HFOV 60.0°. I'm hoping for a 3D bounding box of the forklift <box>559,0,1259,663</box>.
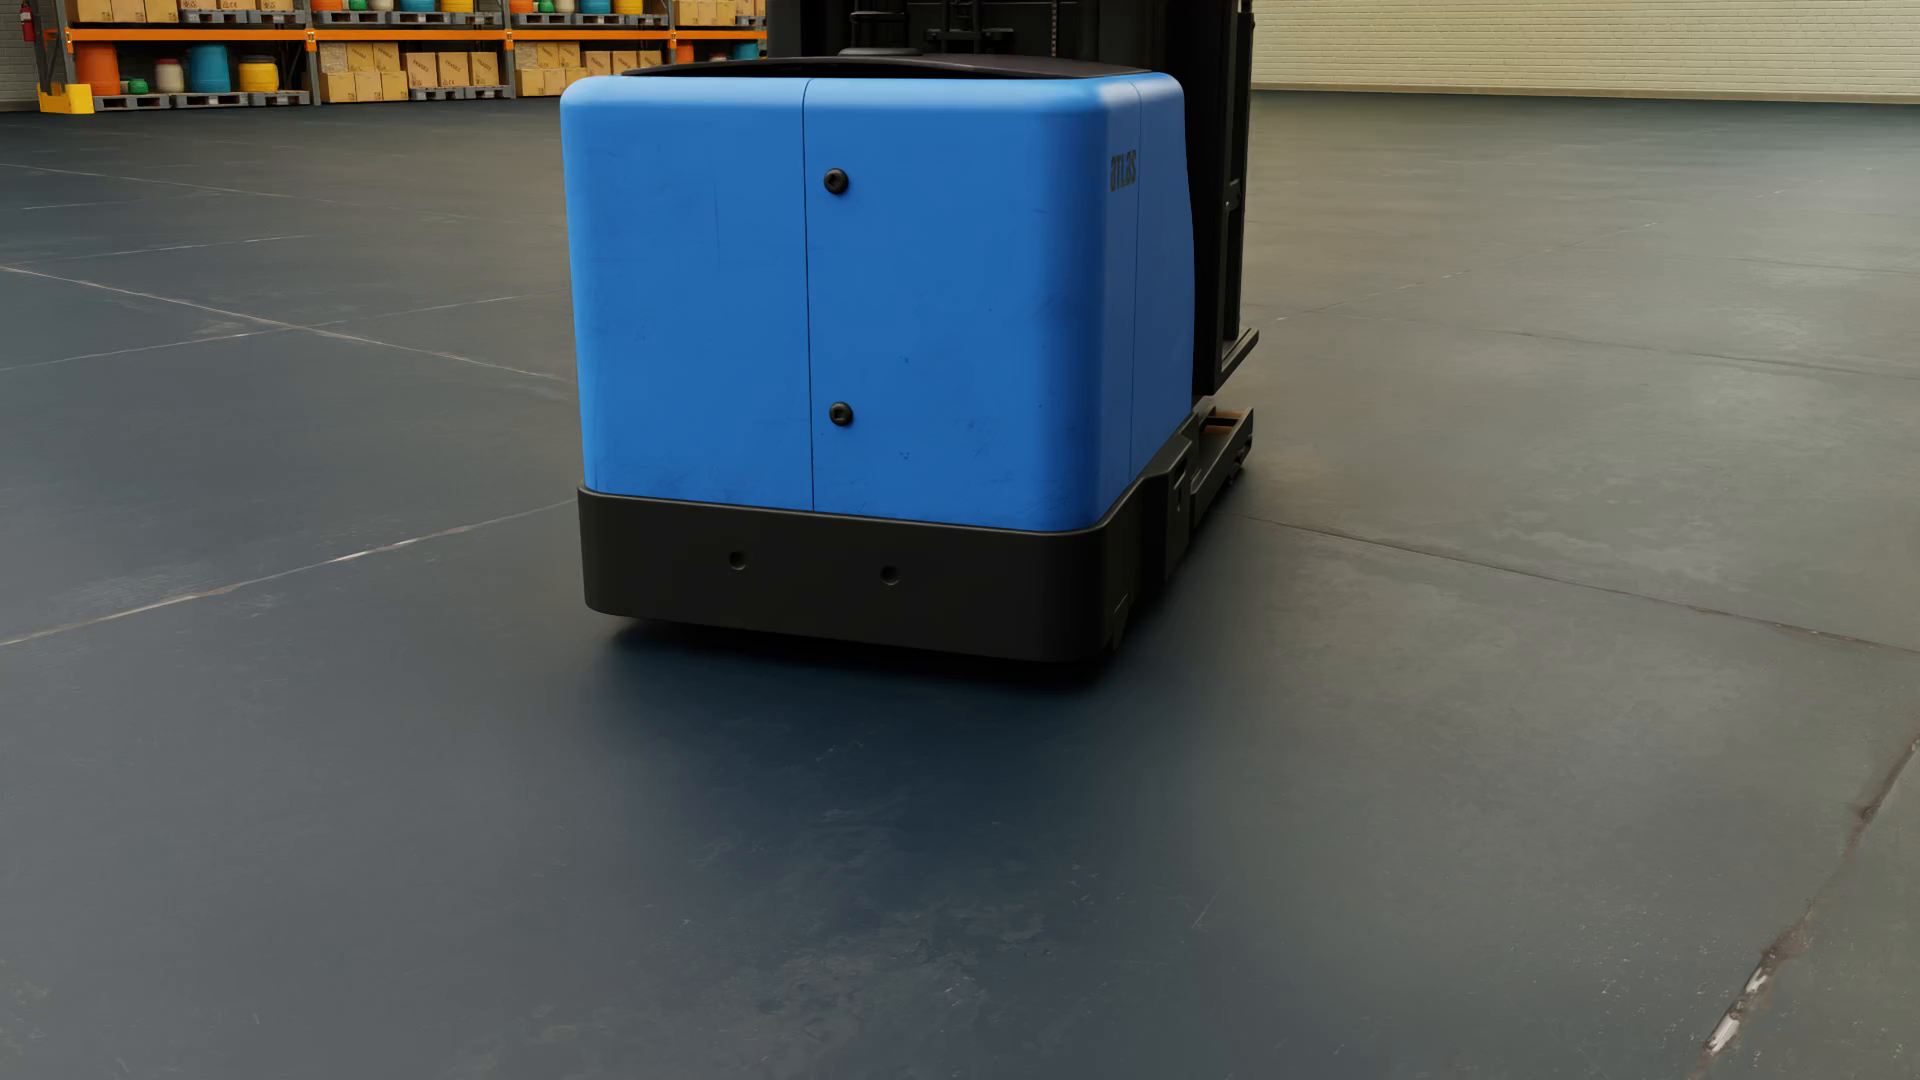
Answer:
[{"bbox_3d":[0.182,-1.571,4.072,1.130,2.935,3.031,5,18,17],"label":"forklift"}]
